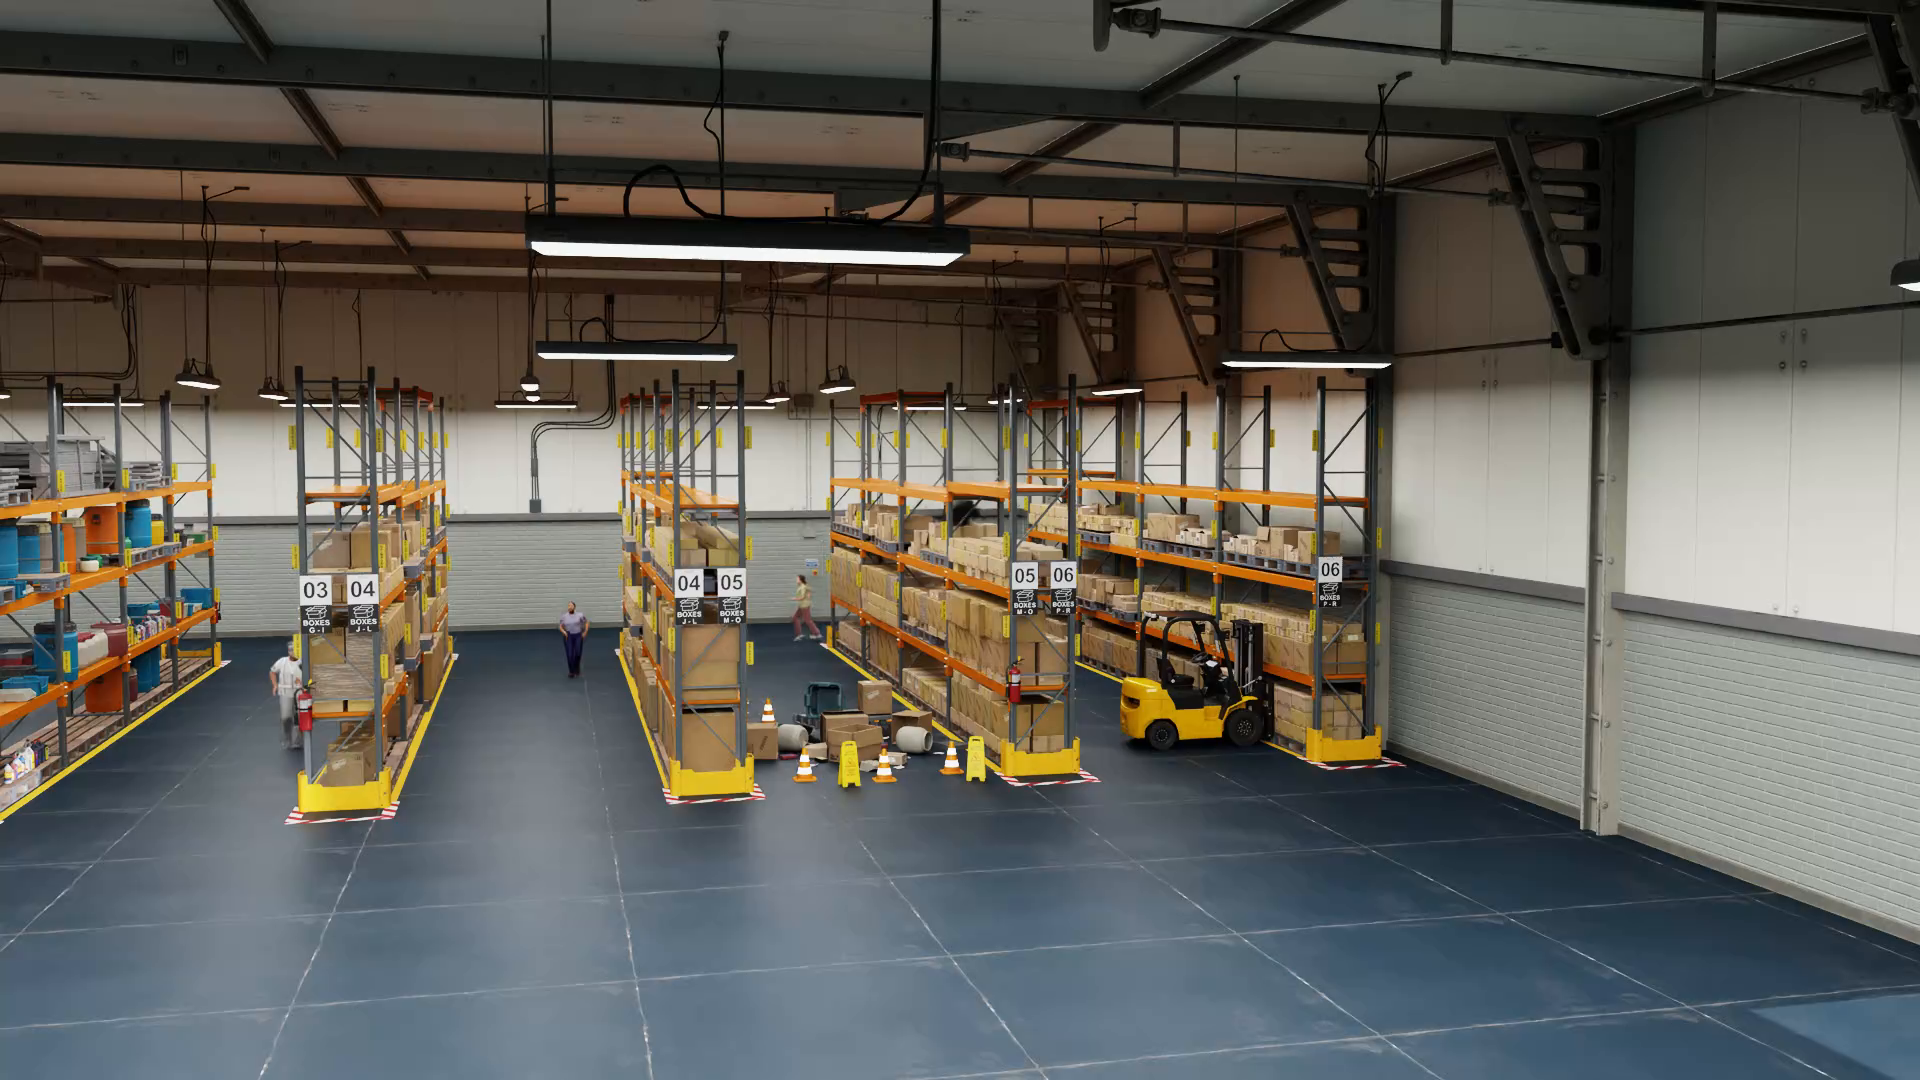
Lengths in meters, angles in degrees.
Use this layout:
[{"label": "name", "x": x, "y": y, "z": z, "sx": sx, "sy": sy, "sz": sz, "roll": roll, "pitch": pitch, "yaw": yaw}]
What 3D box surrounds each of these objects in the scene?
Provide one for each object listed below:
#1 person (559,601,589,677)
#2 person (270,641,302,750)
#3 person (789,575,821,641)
[{"label": "person", "x": -8.171, "y": 2.102, "z": 35.151, "sx": 0.618, "sy": 1.607, "sz": 0.570, "roll": -1, "pitch": 3, "yaw": -9}, {"label": "person", "x": -10.798, "y": 2.514, "z": 26.921, "sx": 0.652, "sy": 1.773, "sz": 0.653, "roll": -2, "pitch": 4, "yaw": -26}, {"label": "person", "x": -3.869, "y": 1.715, "z": 41.510, "sx": 0.816, "sy": 1.705, "sz": 0.511, "roll": -1, "pitch": 3, "yaw": -12}]
